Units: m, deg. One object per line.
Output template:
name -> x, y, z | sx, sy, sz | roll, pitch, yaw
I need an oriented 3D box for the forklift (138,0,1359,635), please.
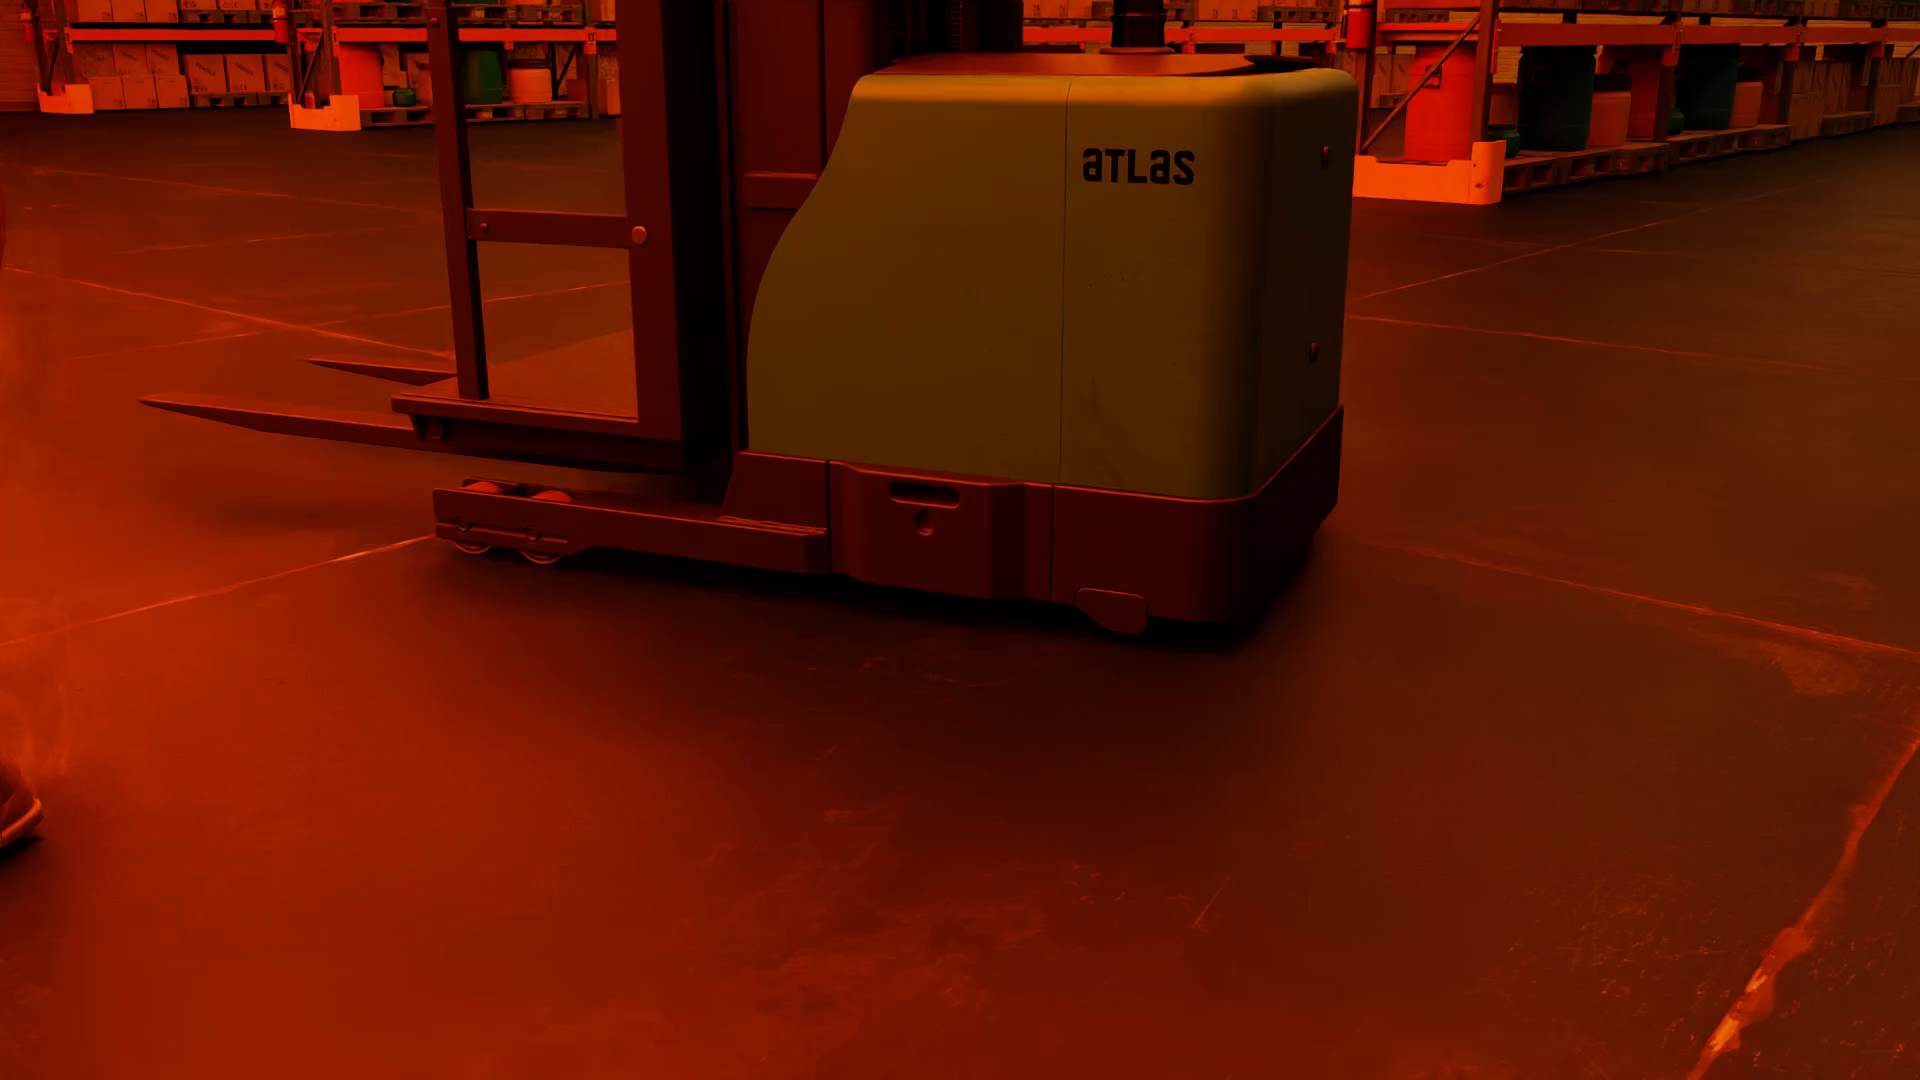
forklift -> -0.658, -1.479, 3.768 | 3.031, 2.935, 1.130 | 7, 18, 22

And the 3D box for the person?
person -> -1.607, -0.237, 2.259 | 0.833, 1.477, 0.573 | 6, 18, 18
